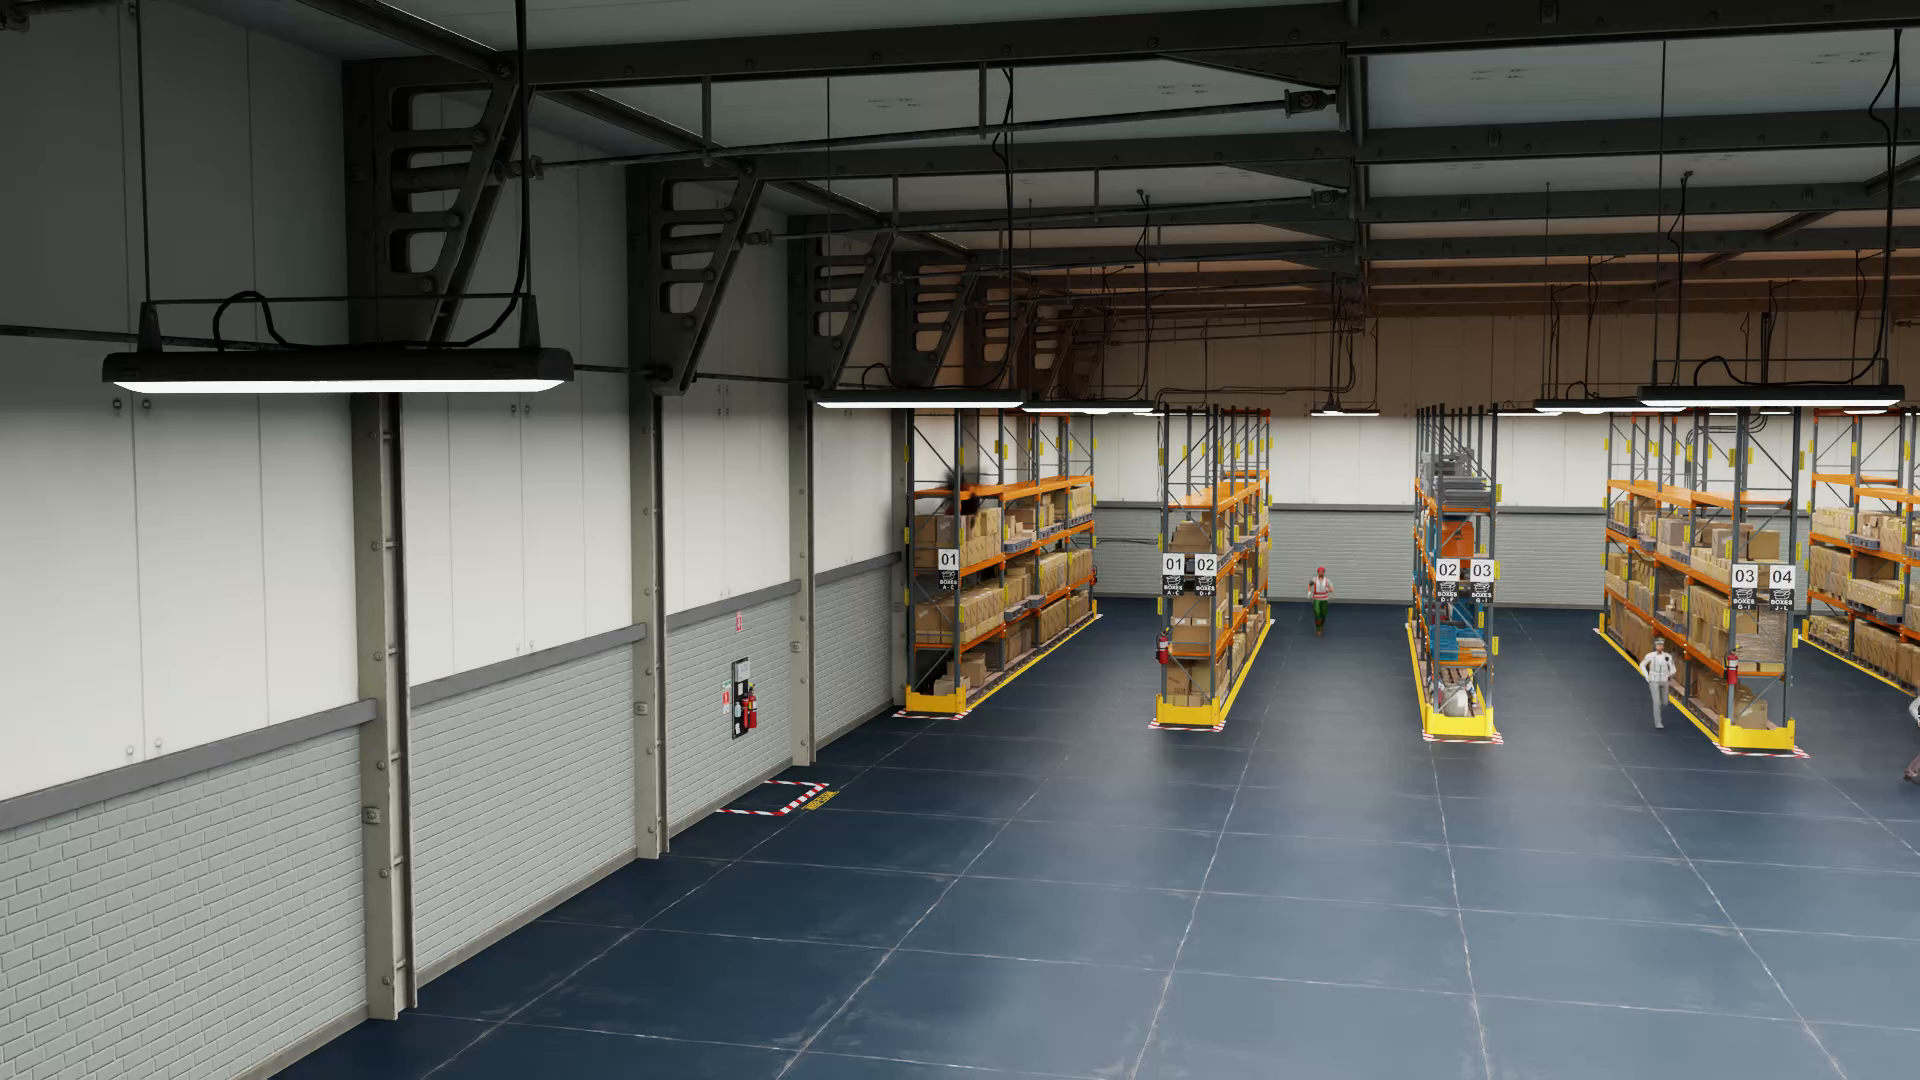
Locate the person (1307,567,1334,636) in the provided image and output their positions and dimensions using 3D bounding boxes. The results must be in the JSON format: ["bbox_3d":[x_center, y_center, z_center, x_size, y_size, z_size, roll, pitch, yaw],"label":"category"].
[{"bbox_3d":[9.544,1.594,44.017,0.656,1.782,0.991,0,4,5],"label":"person"}]

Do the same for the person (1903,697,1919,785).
[{"bbox_3d":[14.960,3.009,25.594,0.635,1.783,0.779,-4,6,-43],"label":"person"}]

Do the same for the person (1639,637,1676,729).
[{"bbox_3d":[12.997,2.634,30.977,0.615,1.662,0.785,1,4,10],"label":"person"}]
